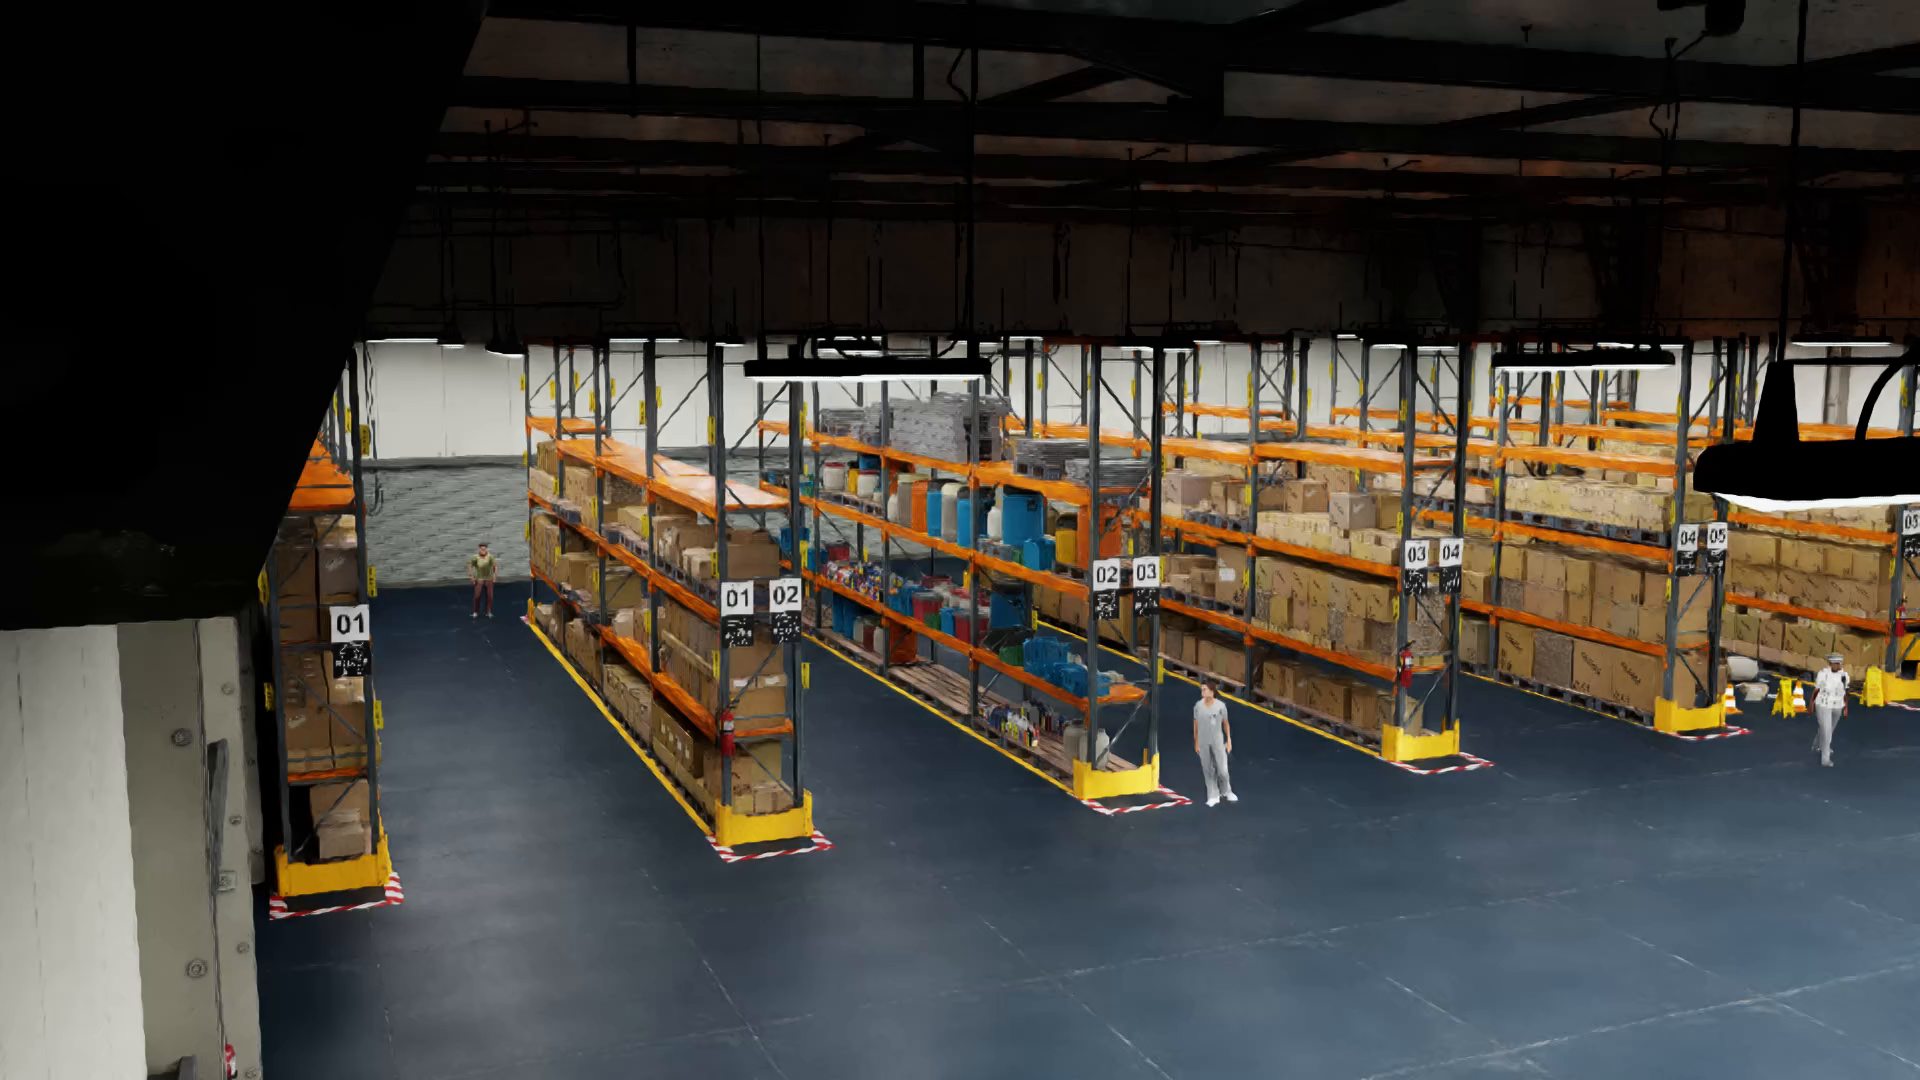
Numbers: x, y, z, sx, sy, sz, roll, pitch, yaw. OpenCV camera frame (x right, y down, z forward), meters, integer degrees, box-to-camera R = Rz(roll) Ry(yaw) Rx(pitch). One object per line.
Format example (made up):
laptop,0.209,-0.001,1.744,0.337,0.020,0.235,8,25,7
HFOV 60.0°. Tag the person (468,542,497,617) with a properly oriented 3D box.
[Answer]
person,-10.132,0.843,35.335,0.598,1.619,0.507,-3,8,-23

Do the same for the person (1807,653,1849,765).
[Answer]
person,12.459,2.368,23.841,0.505,1.610,0.933,0,8,-2

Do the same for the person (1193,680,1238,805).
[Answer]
person,3.334,2.635,21.684,0.592,1.653,0.443,3,8,20
